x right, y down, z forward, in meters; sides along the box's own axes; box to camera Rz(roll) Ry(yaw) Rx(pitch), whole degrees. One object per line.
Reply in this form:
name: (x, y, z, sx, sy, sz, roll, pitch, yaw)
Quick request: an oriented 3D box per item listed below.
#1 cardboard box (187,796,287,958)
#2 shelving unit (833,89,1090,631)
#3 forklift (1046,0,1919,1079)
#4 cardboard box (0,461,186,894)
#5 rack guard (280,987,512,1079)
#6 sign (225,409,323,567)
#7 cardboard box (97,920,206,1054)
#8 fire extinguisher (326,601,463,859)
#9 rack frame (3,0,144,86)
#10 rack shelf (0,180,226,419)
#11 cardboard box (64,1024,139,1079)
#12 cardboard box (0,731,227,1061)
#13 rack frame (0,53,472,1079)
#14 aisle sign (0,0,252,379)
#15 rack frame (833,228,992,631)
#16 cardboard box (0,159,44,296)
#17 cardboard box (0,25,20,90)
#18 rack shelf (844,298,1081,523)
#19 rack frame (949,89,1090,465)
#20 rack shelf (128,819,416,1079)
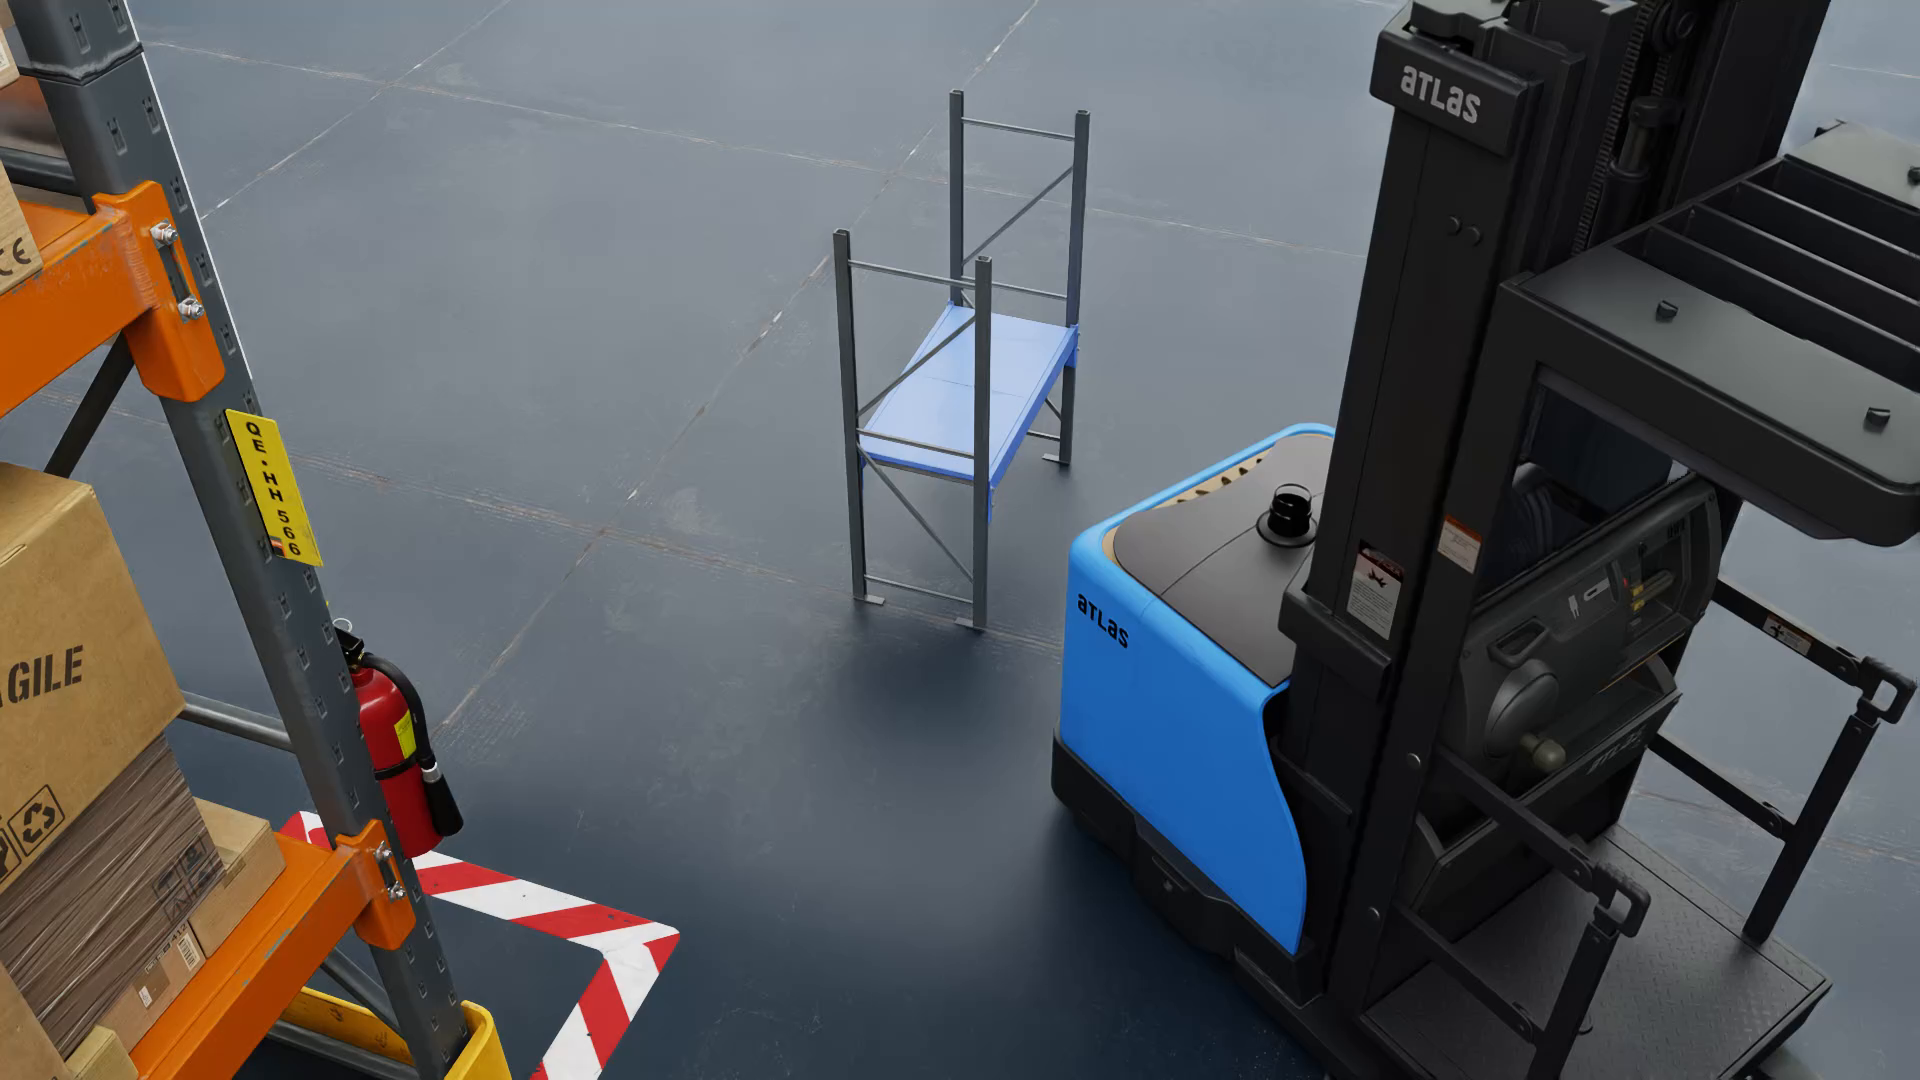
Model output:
cardboard box: (-1.613, 0.654, 3.366, 0.380, 0.149, 0.250, 13, 42, 15)
shelving unit: (0.029, -0.623, 5.824, 0.538, 1.500, 1.048, 13, 42, 15)
forklift: (1.559, 0.260, 3.687, 1.130, 2.935, 3.031, -26, 47, -27)
cardboard box: (-1.666, 0.198, 2.630, 0.500, 0.500, 0.500, 13, 42, 15)
rack guard: (-1.736, 1.336, 4.298, 1.175, 0.500, 0.348, 13, 42, 15)
sign: (-1.195, -0.086, 2.904, 0.100, 0.325, 0.005, 13, 42, 15)
cardboard box: (-1.699, 0.807, 3.187, 0.380, 0.149, 0.250, 13, 42, 15)
fire extinguisher: (-1.238, 0.401, 3.529, 0.296, 0.674, 0.183, 13, 42, 15)
rack frame: (-1.710, -1.943, 1.594, 1.000, 3.000, 0.127, 13, 42, 15)
rack shelf: (-2.394, 0.691, 1.372, 1.077, 0.370, 4.000, 13, 42, 15)
cardboard box: (-1.737, 0.971, 2.995, 0.380, 0.149, 0.250, 13, 42, 15)
cardboard box: (-1.924, 0.517, 3.026, 0.875, 0.500, 0.500, 13, 42, 15)
rack frame: (-1.710, 0.339, 3.541, 1.000, 3.000, 0.127, 13, 42, 15)
aisle sign: (-1.407, -0.621, 2.664, 0.394, 0.787, 0.004, 13, 42, 15)
rack frame: (-0.145, -0.313, 5.461, 0.500, 1.500, 0.032, 13, 42, 15)
cardboard box: (-1.636, -0.395, 2.206, 0.500, 0.250, 0.500, 14, 42, 16)
cardboard box: (-1.512, -0.658, 2.208, 0.380, 0.149, 0.250, 13, 42, 15)
rack shelf: (0.029, -0.486, 5.941, 0.538, 0.185, 1.000, 13, 42, 15)
rack frame: (0.203, -0.933, 6.188, 0.500, 1.500, 0.032, 13, 42, 15)
rack shelf: (-2.394, 1.833, 2.345, 1.077, 0.370, 4.000, 13, 42, 15)
